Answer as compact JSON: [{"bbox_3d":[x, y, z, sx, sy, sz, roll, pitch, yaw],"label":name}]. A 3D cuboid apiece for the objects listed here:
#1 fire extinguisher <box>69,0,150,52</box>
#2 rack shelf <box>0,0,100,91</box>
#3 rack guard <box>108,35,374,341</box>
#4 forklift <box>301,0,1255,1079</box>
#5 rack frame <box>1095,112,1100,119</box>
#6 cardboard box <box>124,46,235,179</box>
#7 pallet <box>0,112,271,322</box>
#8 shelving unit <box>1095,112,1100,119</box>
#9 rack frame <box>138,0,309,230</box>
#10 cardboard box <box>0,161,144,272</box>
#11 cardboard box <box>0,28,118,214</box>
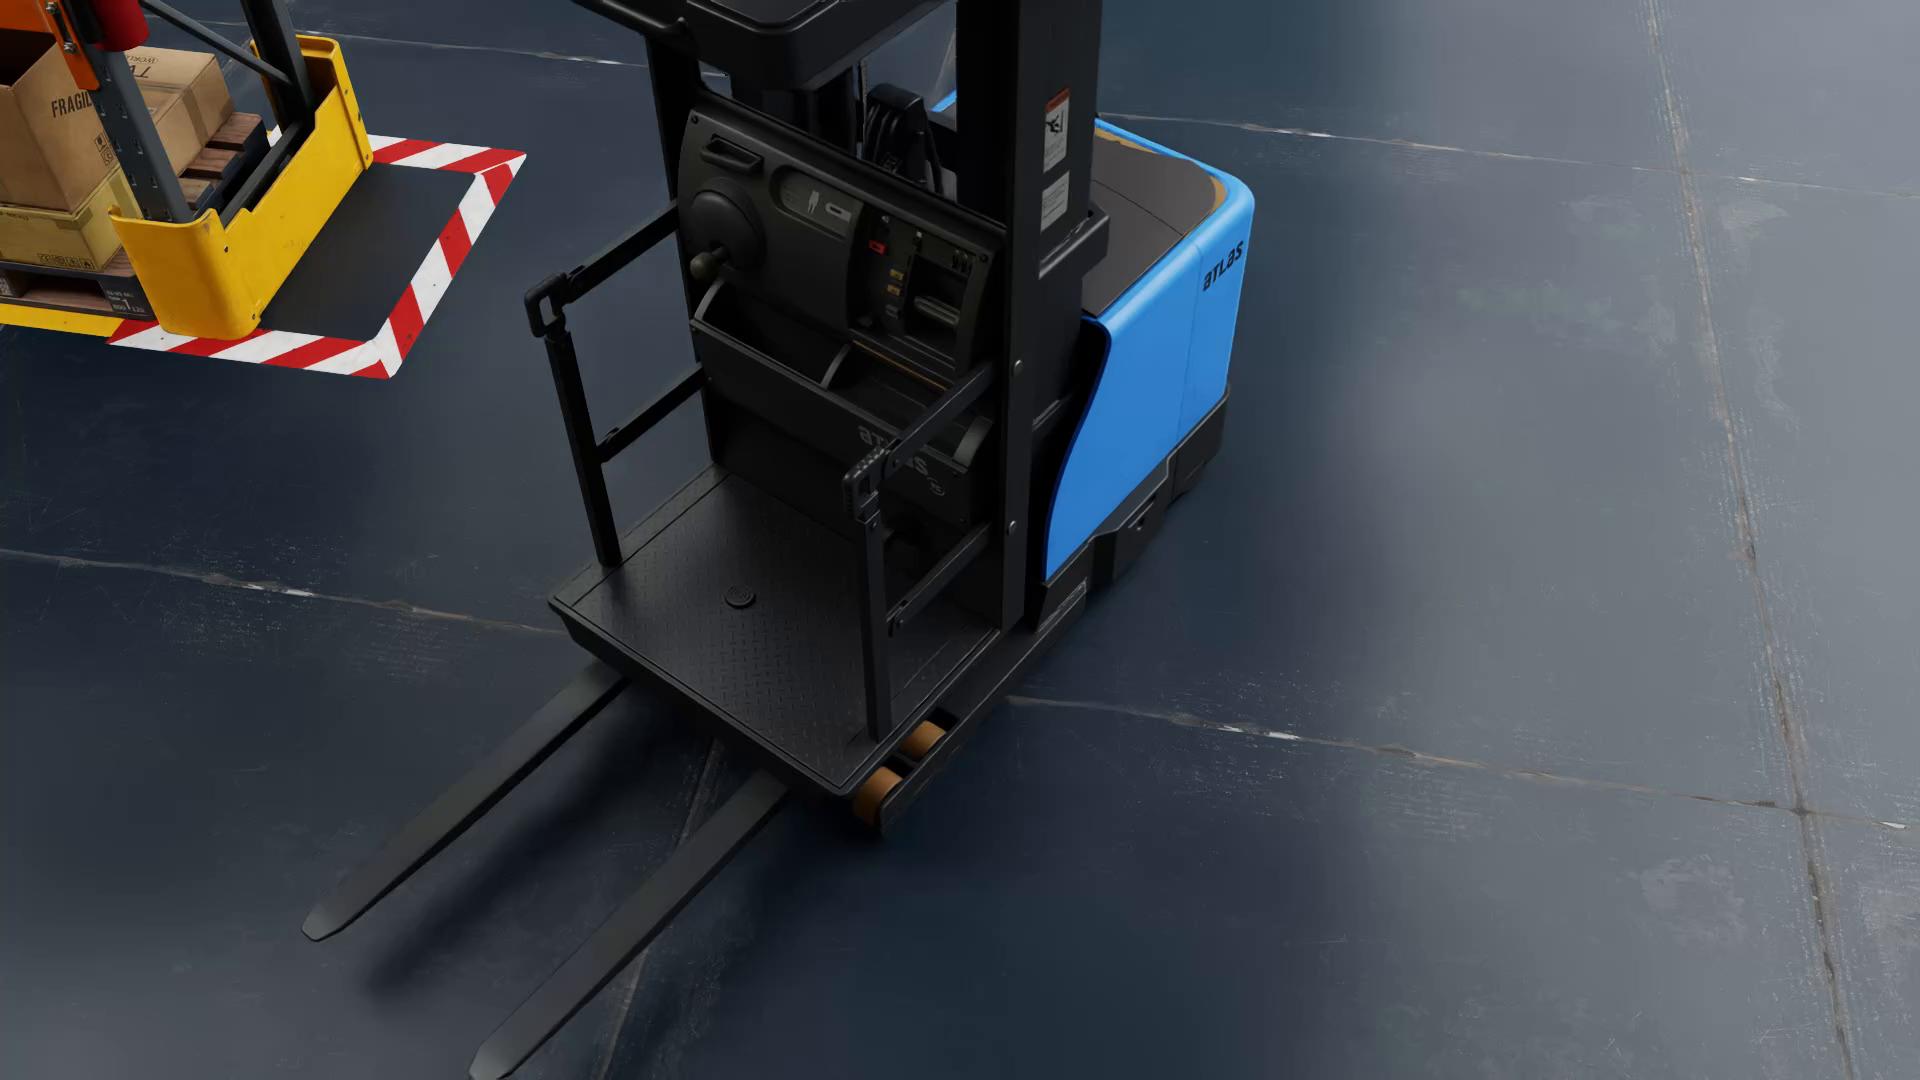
[{"bbox_3d":[-2.584,-1.771,4.877,0.183,0.674,0.296,8,49,7],"label":"fire extinguisher"},{"bbox_3d":[-4.586,-2.177,5.673,4.000,0.370,1.077,8,49,7],"label":"rack shelf"},{"bbox_3d":[-2.594,-1.314,6.095,0.348,0.500,1.175,8,49,7],"label":"rack guard"},{"bbox_3d":[-0.439,-0.616,3.833,1.130,2.935,3.031,30,54,24],"label":"forklift"},{"bbox_3d":[0.390,-1.121,5.653,0.006,0.900,0.240,-18,51,-16],"label":"rack frame"},{"bbox_3d":[-3.106,-1.608,6.244,0.500,0.250,0.500,8,49,7],"label":"cardboard box"},{"bbox_3d":[-3.378,-1.291,6.268,1.213,0.211,1.003,8,49,7],"label":"pallet"},{"bbox_3d":[0.297,-1.090,5.625,0.210,0.900,0.258,-18,51,-16],"label":"shelving unit"},{"bbox_3d":[-2.618,-2.150,5.166,0.053,2.616,0.949,8,49,7],"label":"rack frame"},{"bbox_3d":[-3.198,-1.229,5.904,0.500,0.250,0.500,8,49,7],"label":"cardboard box"},{"bbox_3d":[-3.198,-1.478,5.623,0.500,0.500,0.500,8,49,7],"label":"cardboard box"}]
